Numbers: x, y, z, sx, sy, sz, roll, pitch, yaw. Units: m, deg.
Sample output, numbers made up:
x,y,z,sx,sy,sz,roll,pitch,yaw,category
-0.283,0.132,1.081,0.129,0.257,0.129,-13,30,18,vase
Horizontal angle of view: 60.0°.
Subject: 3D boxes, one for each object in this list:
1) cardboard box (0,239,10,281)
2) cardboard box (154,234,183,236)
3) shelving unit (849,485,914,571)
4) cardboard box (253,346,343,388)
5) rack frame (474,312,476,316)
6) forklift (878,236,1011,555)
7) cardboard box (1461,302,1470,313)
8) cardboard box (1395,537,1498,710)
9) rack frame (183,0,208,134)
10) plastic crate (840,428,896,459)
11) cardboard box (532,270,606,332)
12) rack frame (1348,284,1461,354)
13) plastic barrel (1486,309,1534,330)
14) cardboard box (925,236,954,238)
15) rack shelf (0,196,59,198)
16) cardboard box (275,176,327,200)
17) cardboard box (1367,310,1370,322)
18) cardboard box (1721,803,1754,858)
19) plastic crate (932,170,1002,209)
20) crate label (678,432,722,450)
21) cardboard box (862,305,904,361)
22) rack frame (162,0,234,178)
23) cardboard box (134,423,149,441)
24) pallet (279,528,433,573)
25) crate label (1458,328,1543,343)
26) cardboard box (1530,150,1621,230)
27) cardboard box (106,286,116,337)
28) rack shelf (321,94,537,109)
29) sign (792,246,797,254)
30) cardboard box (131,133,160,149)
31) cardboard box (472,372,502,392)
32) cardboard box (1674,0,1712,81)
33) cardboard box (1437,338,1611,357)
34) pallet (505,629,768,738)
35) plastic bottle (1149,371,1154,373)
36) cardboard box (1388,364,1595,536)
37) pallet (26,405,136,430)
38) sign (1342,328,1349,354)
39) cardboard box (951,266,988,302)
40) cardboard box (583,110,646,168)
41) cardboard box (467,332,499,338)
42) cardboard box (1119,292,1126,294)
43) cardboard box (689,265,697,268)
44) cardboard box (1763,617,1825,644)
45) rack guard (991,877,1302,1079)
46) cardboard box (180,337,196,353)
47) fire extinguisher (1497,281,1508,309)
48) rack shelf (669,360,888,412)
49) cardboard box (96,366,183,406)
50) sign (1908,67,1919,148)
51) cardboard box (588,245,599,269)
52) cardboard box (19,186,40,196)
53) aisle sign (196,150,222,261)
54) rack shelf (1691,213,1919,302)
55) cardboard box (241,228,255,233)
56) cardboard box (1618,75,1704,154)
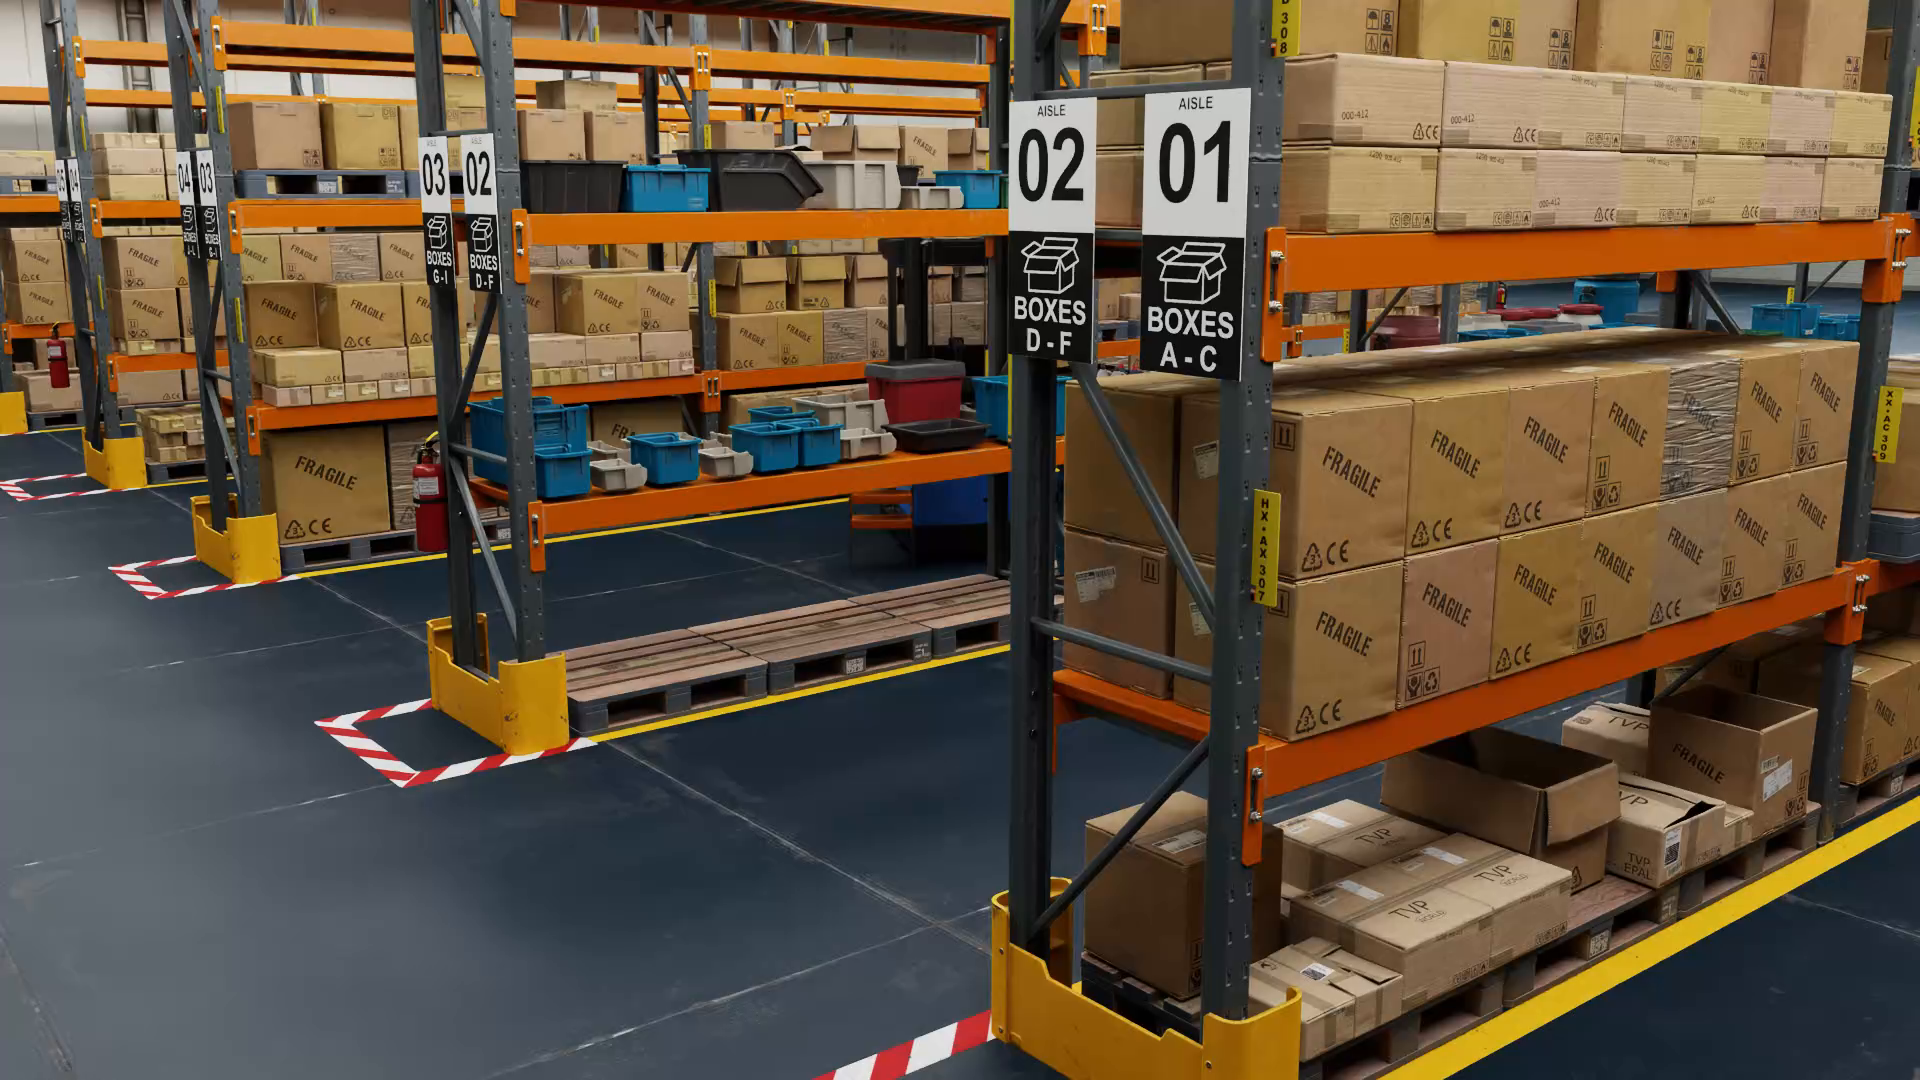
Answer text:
x,y,z,sx,sy,sz,roll,pitch,yaw,category
-11.625,-3.495,20.720,0.500,0.500,0.500,-9,15,-36,cardboard box
-8.083,-2.915,17.272,0.500,0.500,0.500,-10,16,-40,cardboard box
-0.615,-0.372,12.993,0.503,1.200,0.258,-1,12,-3,shelving unit
-5.118,-1.339,12.860,0.500,0.250,0.500,-10,16,-39,cardboard box
-5.558,-2.585,19.082,0.127,3.000,1.000,-9,15,-38,rack frame
-0.115,-1.570,14.466,1.130,2.935,3.031,-2,12,-10,forklift
6.543,-3.099,22.107,0.250,0.149,0.380,-9,15,-38,cardboard box
1.435,0.227,5.597,0.500,0.500,0.500,-10,15,-38,cardboard box
-11.833,-7.114,25.968,0.127,3.000,1.000,-9,15,-38,rack frame
-0.616,-0.590,10.176,0.466,0.136,0.293,-9,15,-38,plastic crate
-3.461,-2.123,14.747,0.500,0.500,0.500,-9,15,-38,cardboard box
3.680,-1.483,13.893,0.127,3.000,1.000,-9,15,-38,rack frame
5.008,-1.829,15.194,0.433,0.535,0.433,0,12,0,plastic barrel
-0.490,-3.963,22.925,0.500,0.500,0.700,-9,15,-37,cardboard box
-13.394,-5.036,25.132,4.000,0.370,1.077,-9,15,-38,rack shelf
-6.953,-3.679,17.371,0.500,0.250,0.500,-10,15,-38,cardboard box
4.856,-2.789,20.647,0.250,0.149,0.380,-9,15,-38,cardboard box
3.125,1.197,7.074,0.250,0.149,0.380,-9,15,-38,cardboard box
0.045,-2.180,10.355,0.300,0.233,0.416,-9,15,-38,plastic crate
-1.606,-0.556,10.017,0.243,0.136,0.396,-9,15,-38,crate label
-0.839,-2.034,16.245,0.500,0.500,0.500,-9,15,-37,cardboard box
-5.661,-4.183,12.165,0.127,3.000,1.000,-9,15,-38,rack frame
-8.447,-1.137,17.400,0.250,0.149,0.380,-10,16,-39,cardboard box
-5.086,-0.001,13.626,1.213,0.211,1.003,-9,15,-38,pallet
4.624,-1.586,14.290,0.616,0.435,0.502,-9,15,-38,crate label
1.872,-1.189,5.645,0.500,0.250,0.500,-9,15,-38,cardboard box
-8.491,-2.361,17.068,0.500,0.500,0.500,-9,15,-37,cardboard box
-7.167,-6.022,23.517,4.000,0.370,1.077,-9,15,-38,rack shelf
-2.088,-3.545,21.006,0.005,0.325,0.100,-9,15,-38,sign
-8.076,-3.935,16.415,0.250,0.149,0.380,-9,15,-35,cardboard box
-3.978,-1.318,13.720,0.250,0.149,0.380,-10,16,-39,cardboard box
2.426,-1.989,6.403,0.500,0.500,0.700,-9,15,-38,cardboard box
2.300,-0.549,6.846,0.500,0.500,0.500,-10,16,-39,cardboard box
-1.899,0.818,9.769,1.213,0.211,1.003,-9,15,-38,pallet
1.446,-1.138,12.563,0.135,0.276,0.152,-9,15,-38,plastic bottle
1.833,-0.327,5.801,0.500,0.500,0.500,-9,15,-37,cardboard box
-11.277,-1.608,21.195,1.213,0.211,1.003,-9,15,-38,pallet
3.330,-1.652,14.292,0.005,0.325,0.100,-9,15,-38,sign
0.004,-2.734,17.127,0.637,0.503,0.797,-9,15,-36,cardboard box
-3.112,-3.427,14.332,0.500,0.500,0.700,-11,16,-41,cardboard box
-4.251,-1.627,14.213,0.500,0.250,0.500,-9,15,-38,cardboard box
1.719,-2.687,18.872,0.258,0.266,0.396,-10,16,-39,cardboard box
-3.319,-3.383,21.000,0.250,0.149,0.380,-10,15,-38,cardboard box
4.245,0.674,8.693,0.500,0.500,0.500,-9,15,-37,cardboard box
0.584,1.571,5.525,0.348,0.500,1.175,-9,15,-38,rack guard
-7.807,-1.998,16.922,0.250,0.149,0.380,-10,16,-39,cardboard box
7.210,-3.227,22.291,0.183,0.674,0.296,-9,15,-38,fire extinguisher
-0.976,-1.675,16.529,4.000,0.370,1.077,-9,15,-38,rack shelf
-10.690,-2.030,21.625,0.875,0.438,0.875,-9,15,-36,cardboard box
3.993,-1.794,6.888,0.005,0.325,0.100,-9,15,-38,sign
-5.424,-4.398,25.651,0.500,0.500,0.500,-10,16,-39,cardboard box
-13.704,-5.128,24.441,0.250,0.149,0.380,-9,15,-38,cardboard box
-5.530,-2.462,12.245,0.004,0.787,0.394,-9,15,-38,aisle sign
5.209,-1.535,8.648,4.000,0.370,1.077,-9,15,-38,rack shelf
-9.432,-4.056,21.797,0.250,0.149,0.380,-10,15,-38,cardboard box
2.262,-1.498,5.899,0.500,0.250,0.500,-9,15,-38,cardboard box
